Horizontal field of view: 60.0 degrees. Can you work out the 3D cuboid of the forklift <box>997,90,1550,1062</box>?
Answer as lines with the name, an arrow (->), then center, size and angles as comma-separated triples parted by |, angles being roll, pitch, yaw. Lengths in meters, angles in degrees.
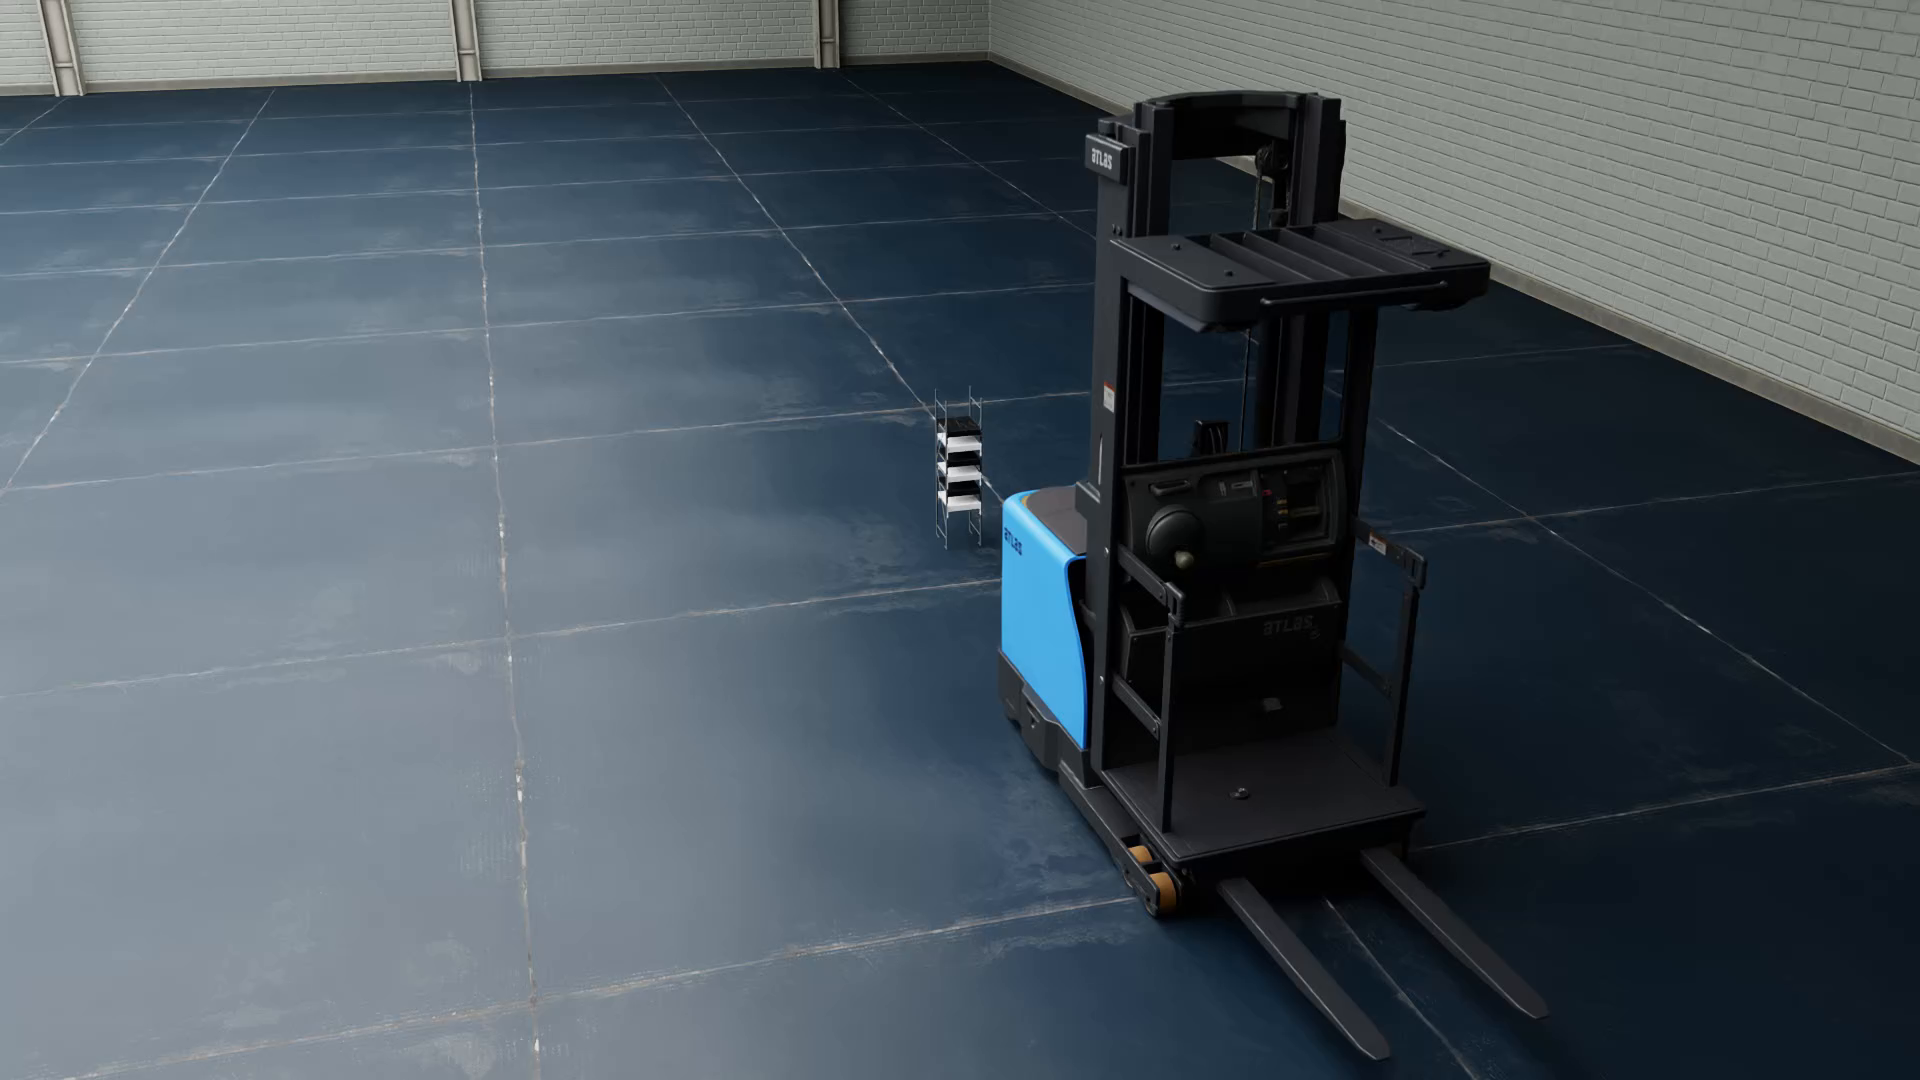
forklift -> 1.144, -0.086, 6.233 | 1.130, 2.935, 3.031 | -8, 24, -18

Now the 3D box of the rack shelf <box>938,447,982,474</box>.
rack shelf -> -0.008, -0.465, 9.548 | 0.200, 0.077, 0.258 | -6, 24, -14

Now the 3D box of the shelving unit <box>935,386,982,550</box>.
shelving unit -> -0.008, -0.413, 9.571 | 0.210, 0.900, 0.258 | -6, 24, -14

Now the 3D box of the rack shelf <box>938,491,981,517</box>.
rack shelf -> -0.008, -0.217, 9.655 | 0.200, 0.077, 0.258 | -6, 24, -14

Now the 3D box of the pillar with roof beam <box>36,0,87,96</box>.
pillar with roof beam -> -12.702, -9.453, 20.370 | 0.400, 9.000, 9.100 | -6, 24, -14

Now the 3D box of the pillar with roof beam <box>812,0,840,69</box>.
pillar with roof beam -> -1.149, -10.732, 23.348 | 0.400, 9.000, 9.100 | -6, 24, -14

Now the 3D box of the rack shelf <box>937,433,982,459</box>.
rack shelf -> -0.008, -0.547, 9.513 | 0.200, 0.077, 0.258 | -6, 24, -14

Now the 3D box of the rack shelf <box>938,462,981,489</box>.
rack shelf -> -0.008, -0.382, 9.584 | 0.200, 0.077, 0.258 | -6, 24, -14

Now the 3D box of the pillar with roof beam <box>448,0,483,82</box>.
pillar with roof beam -> -6.926, -10.092, 21.859 | 0.400, 9.000, 9.100 | -6, 24, -14

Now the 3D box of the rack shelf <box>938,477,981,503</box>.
rack shelf -> -0.008, -0.299, 9.619 | 0.200, 0.077, 0.258 | -6, 24, -14

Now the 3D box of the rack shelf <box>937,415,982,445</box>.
rack shelf -> -0.008, -0.630, 9.477 | 0.200, 0.077, 0.258 | -6, 24, -14

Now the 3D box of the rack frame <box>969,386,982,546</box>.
rack frame -> 0.090, -0.424, 9.596 | 0.006, 0.900, 0.240 | -6, 24, -14

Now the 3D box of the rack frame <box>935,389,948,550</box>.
rack frame -> -0.106, -0.402, 9.545 | 0.006, 0.900, 0.240 | -6, 24, -14
